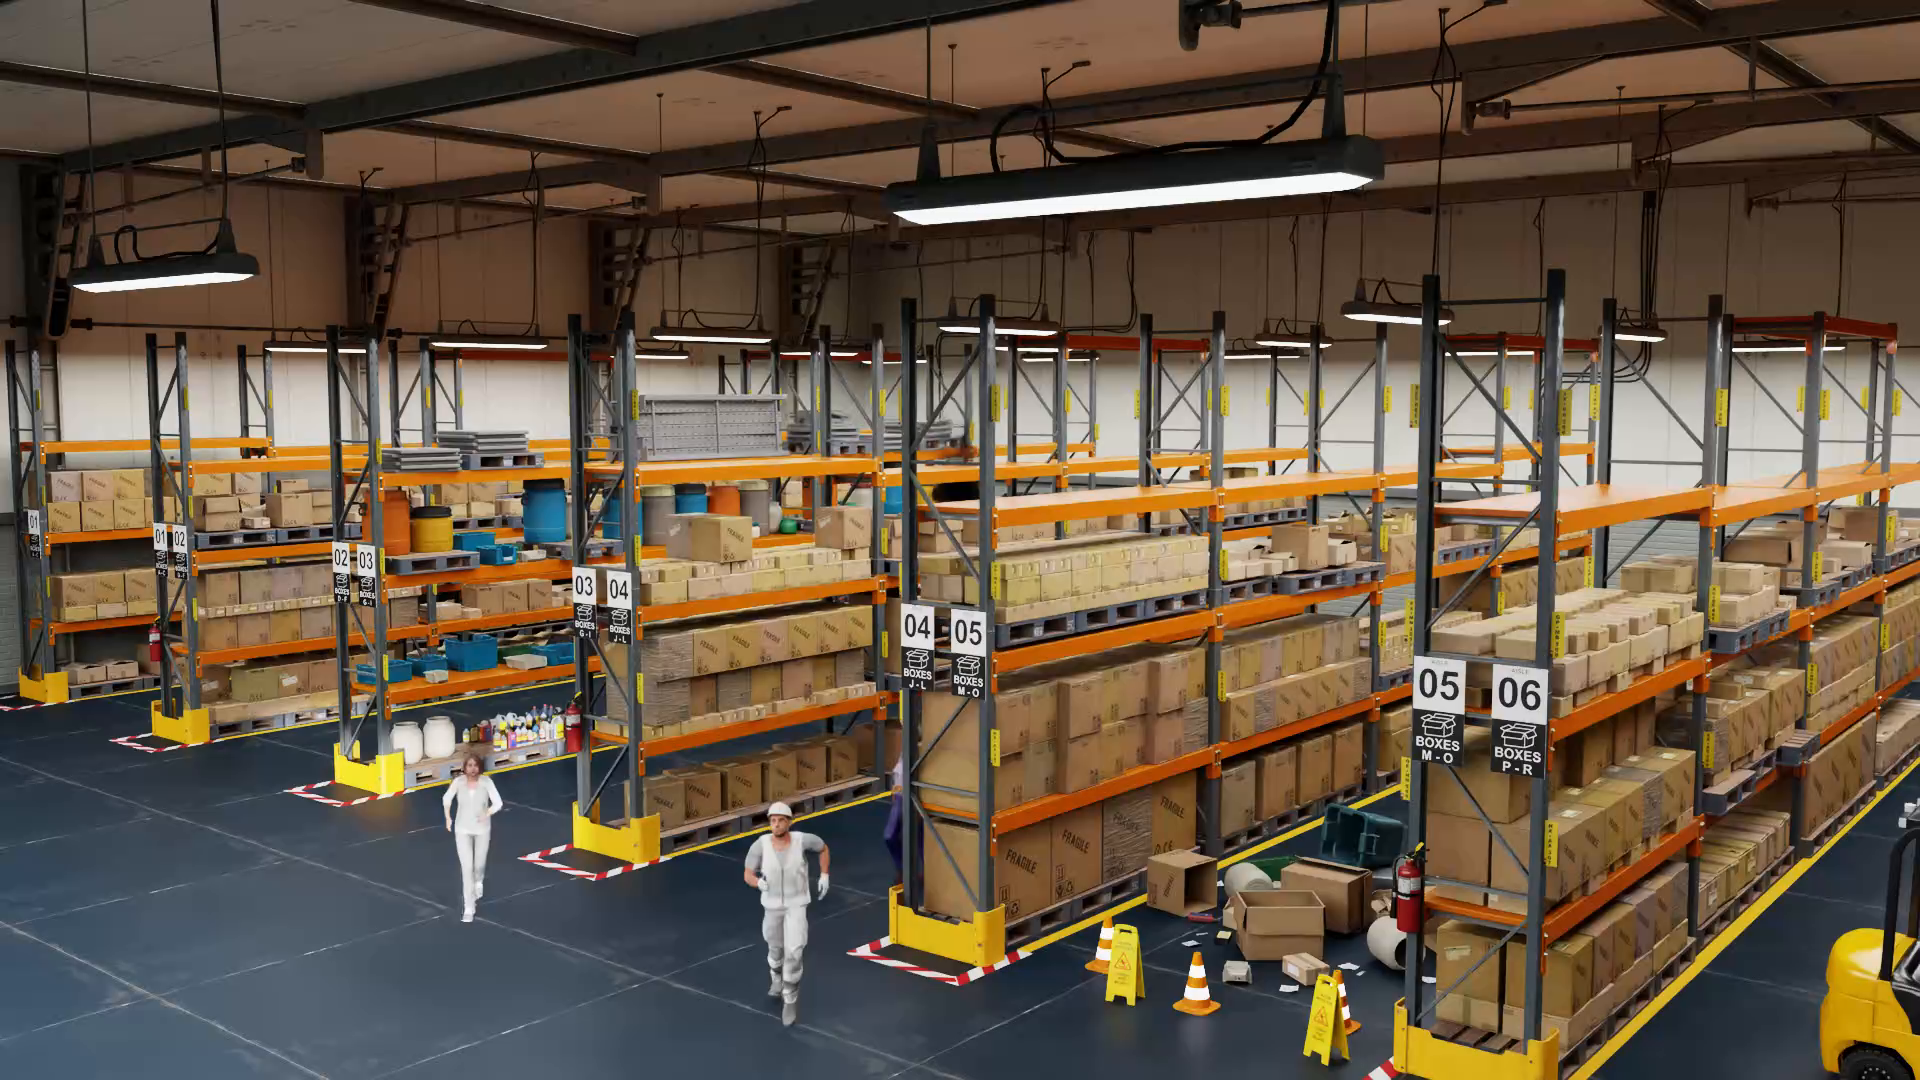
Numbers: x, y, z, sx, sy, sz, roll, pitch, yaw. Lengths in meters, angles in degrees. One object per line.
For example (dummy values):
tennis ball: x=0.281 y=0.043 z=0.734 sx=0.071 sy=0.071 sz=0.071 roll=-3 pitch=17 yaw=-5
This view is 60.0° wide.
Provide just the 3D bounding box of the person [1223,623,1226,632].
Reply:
person: x=3.863 y=2.058 z=25.060 sx=0.628 sy=1.707 sz=0.676 roll=3 pitch=6 yaw=28

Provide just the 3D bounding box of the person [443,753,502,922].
person: x=-4.826 y=2.893 z=16.486 sx=0.559 sy=1.599 sz=0.786 roll=-2 pitch=5 yaw=-18

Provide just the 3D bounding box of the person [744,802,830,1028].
person: x=-1.429 y=3.041 z=13.730 sx=0.676 sy=1.817 sz=0.908 roll=0 pitch=5 yaw=3

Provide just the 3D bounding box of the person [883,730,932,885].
person: x=-0.511 y=2.796 z=17.334 sx=0.577 sy=1.660 sz=0.682 roll=3 pitch=6 yaw=32

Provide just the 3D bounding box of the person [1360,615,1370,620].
person: x=6.378 y=2.003 z=25.959 sx=0.656 sy=1.718 sz=0.962 roll=3 pitch=6 yaw=31
